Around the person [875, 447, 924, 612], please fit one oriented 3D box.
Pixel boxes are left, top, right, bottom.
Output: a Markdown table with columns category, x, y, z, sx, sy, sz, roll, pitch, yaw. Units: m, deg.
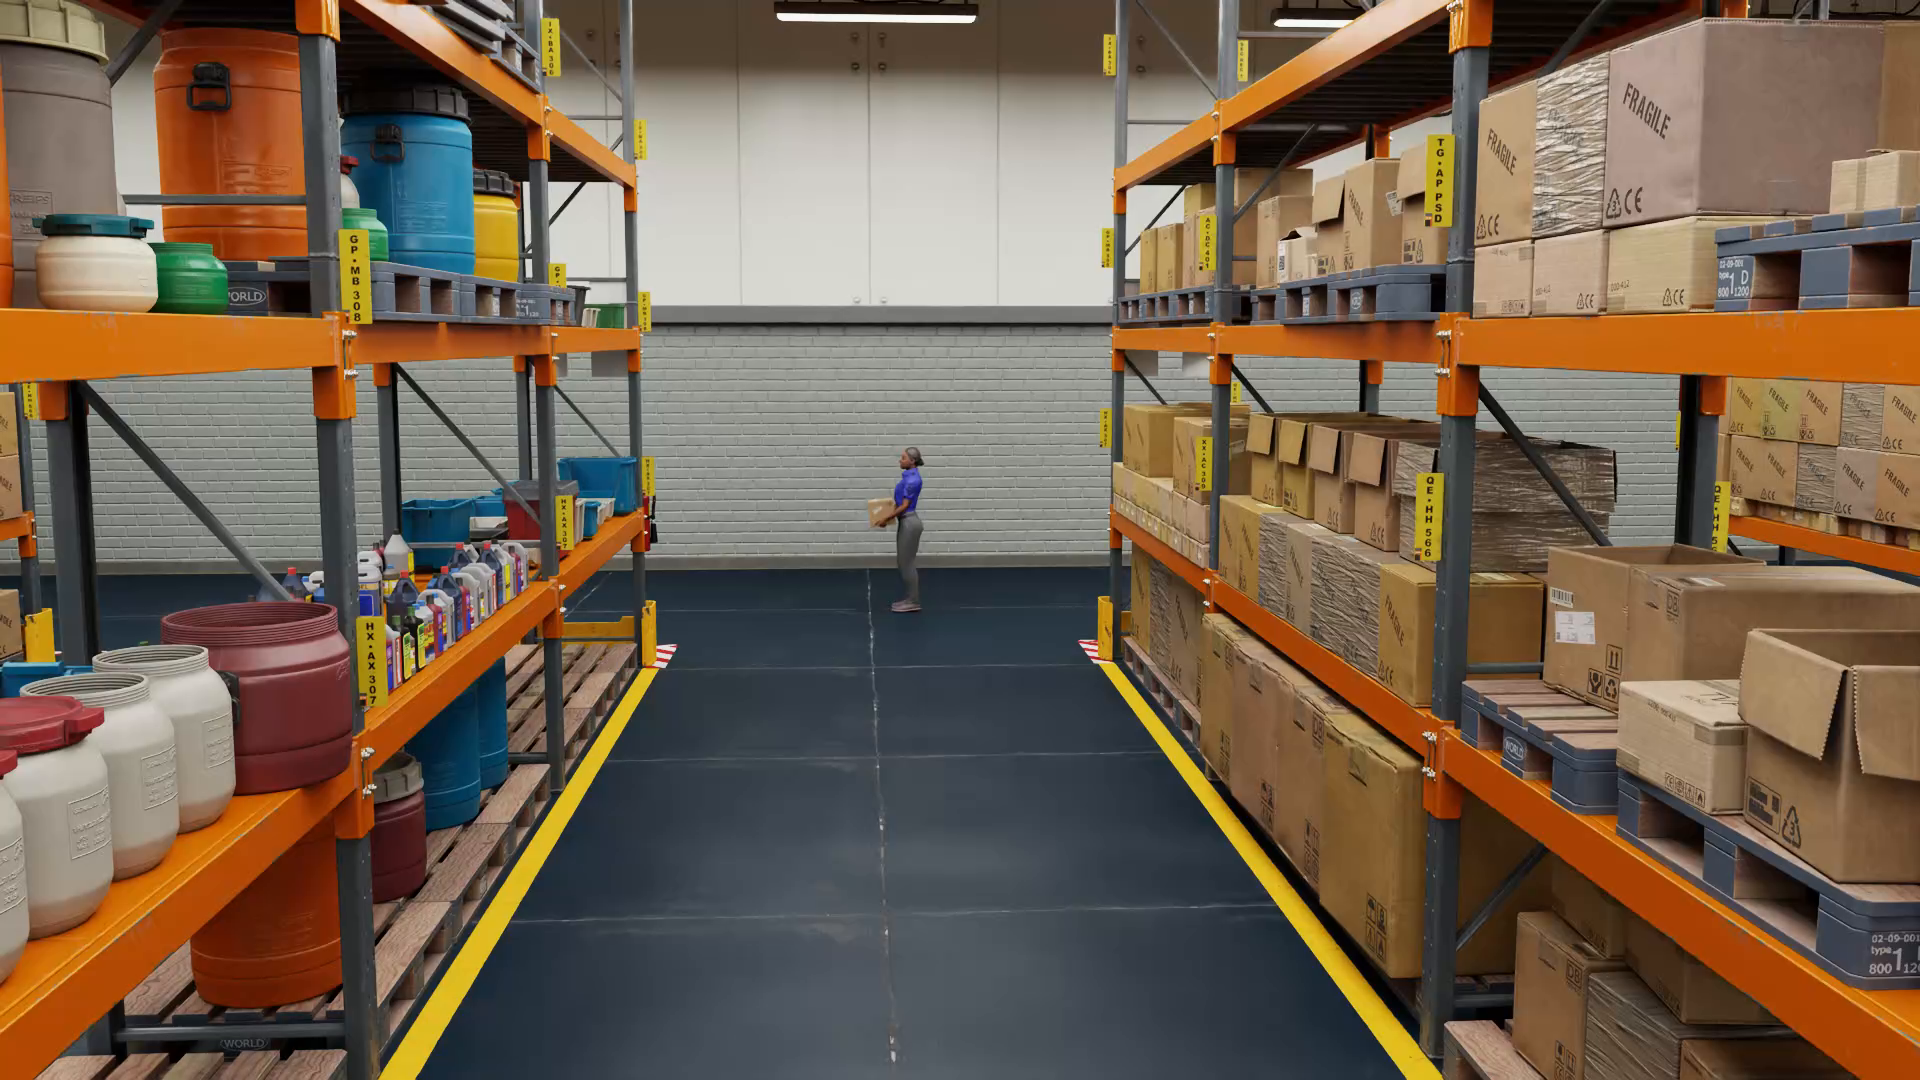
| category | x | y | z | sx | sy | sz | roll | pitch | yaw |
| --- | --- | --- | --- | --- | --- | --- | --- | --- | --- |
| person | -0.607 | -0.111 | 16.719 | 0.503 | 1.654 | 0.450 | 0 | 7 | -3 |
